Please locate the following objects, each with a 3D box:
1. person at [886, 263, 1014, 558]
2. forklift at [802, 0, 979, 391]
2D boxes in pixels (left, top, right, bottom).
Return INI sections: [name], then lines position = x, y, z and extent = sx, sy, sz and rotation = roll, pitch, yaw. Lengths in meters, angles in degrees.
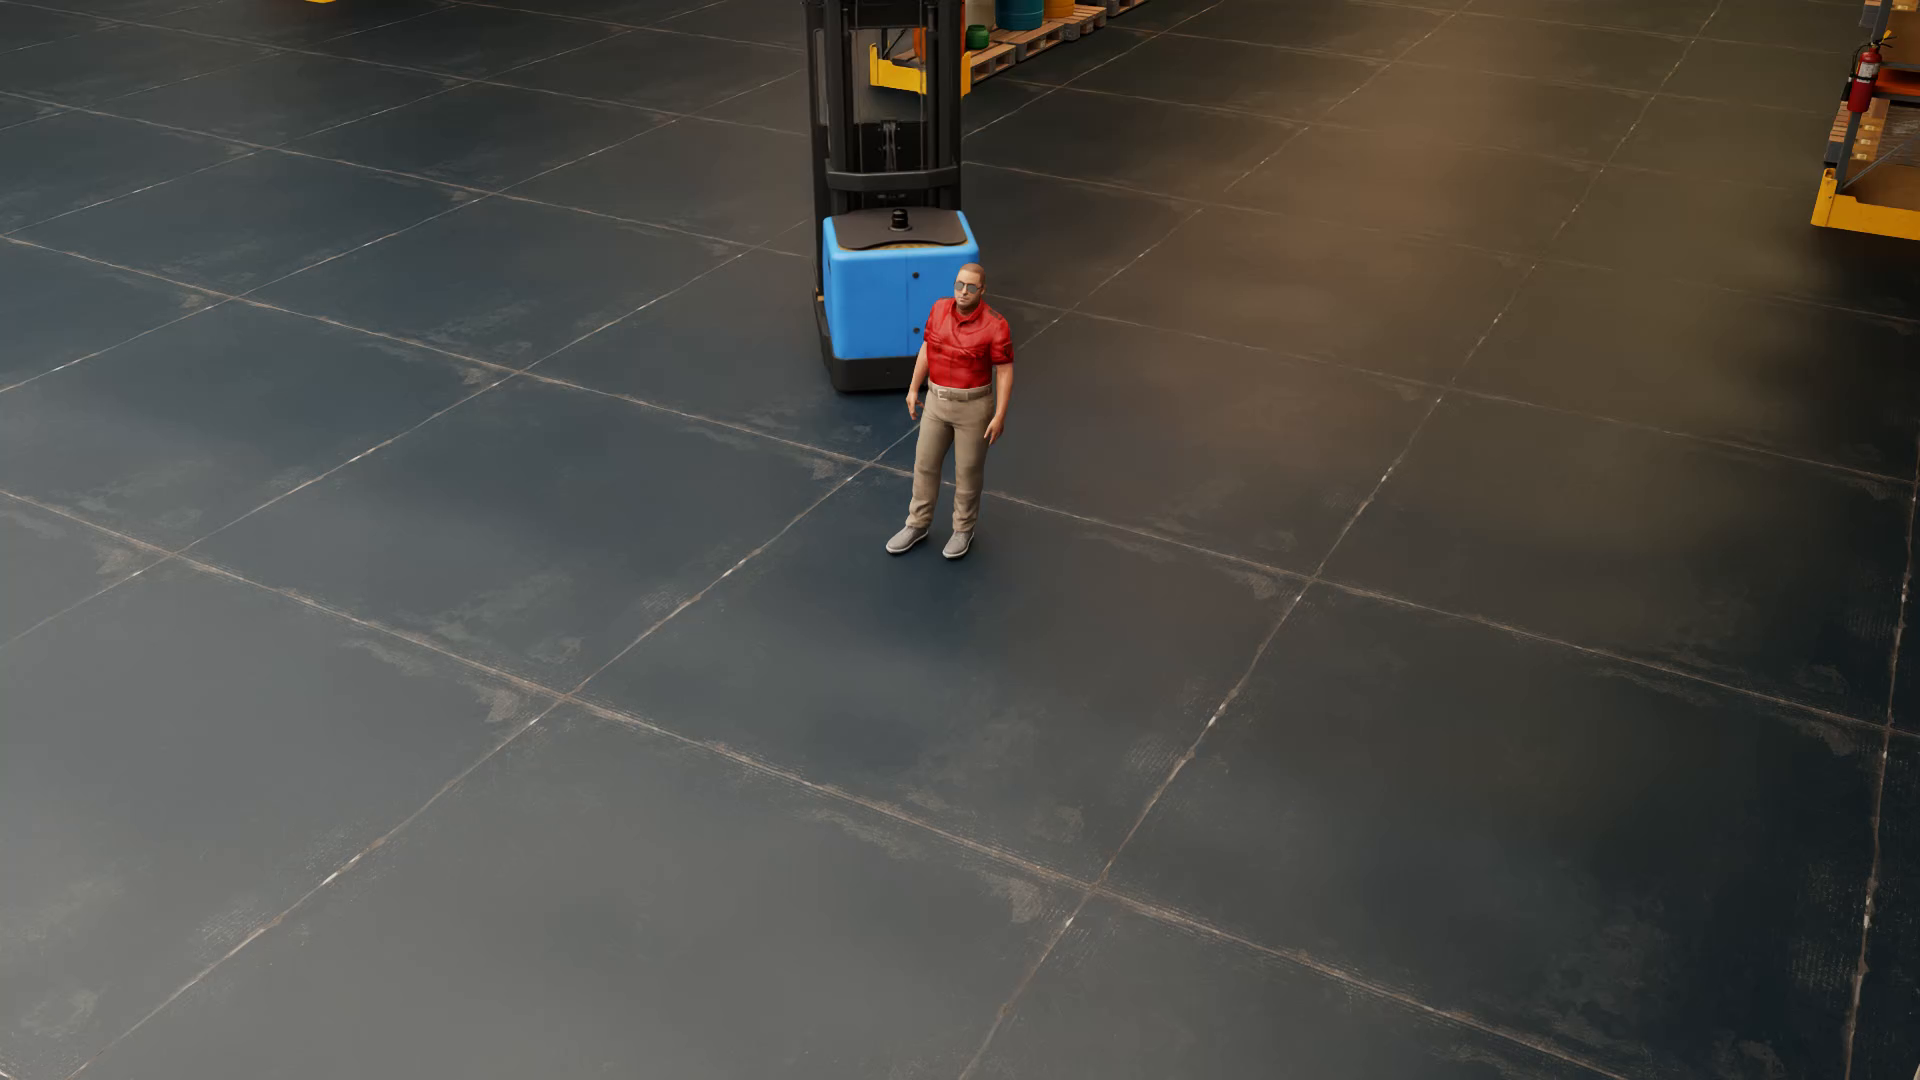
[person]
position = -0.053, -0.719, 9.504
extent = 0.642, 1.727, 0.550
rotation = 15, 33, 25
[forklift]
position = -0.573, -3.030, 12.322
extent = 1.130, 2.935, 3.031
rotation = -4, 30, -7
